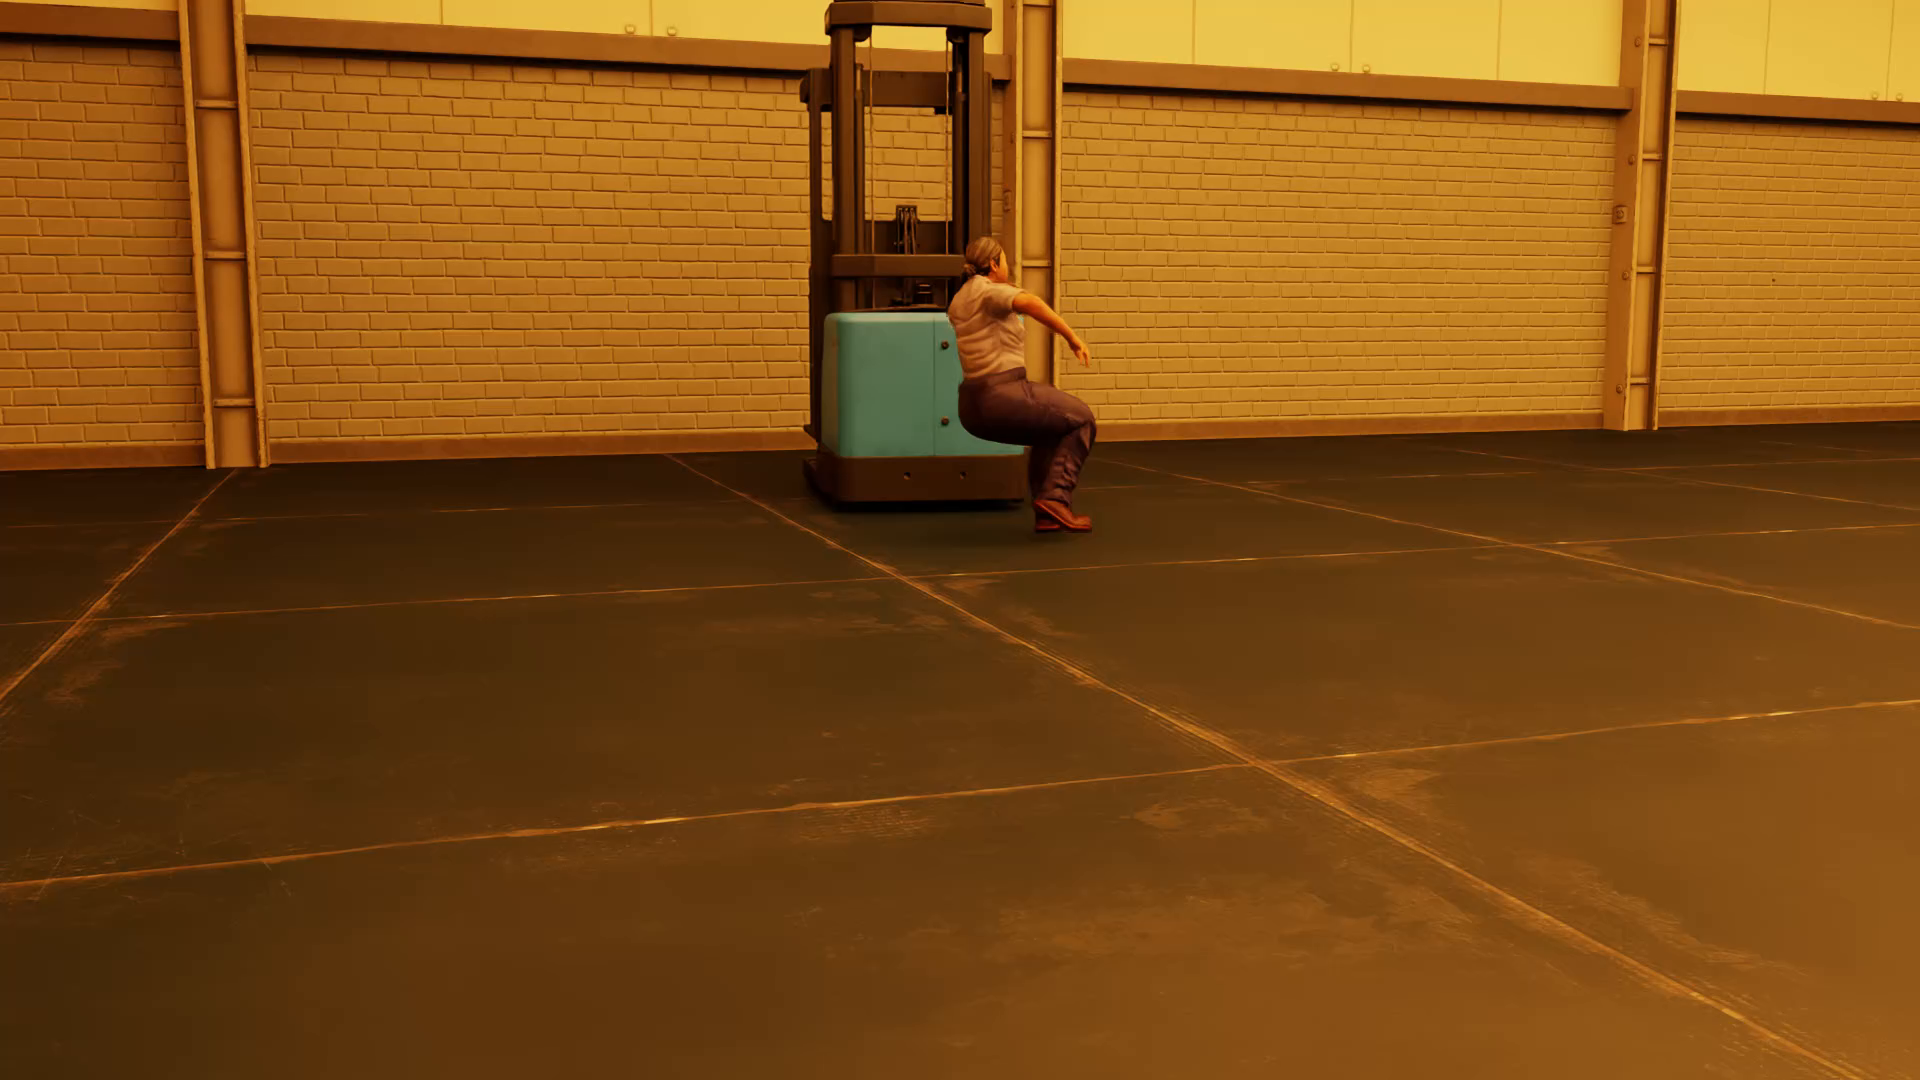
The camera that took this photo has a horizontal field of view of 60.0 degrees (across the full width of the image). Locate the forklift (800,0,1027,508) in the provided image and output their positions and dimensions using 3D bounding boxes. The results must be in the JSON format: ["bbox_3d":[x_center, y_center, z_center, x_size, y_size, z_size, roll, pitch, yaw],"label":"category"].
[{"bbox_3d":[-0.397,-1.794,10.240,1.130,2.935,3.031,-1,8,-10],"label":"forklift"}]

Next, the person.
[{"bbox_3d":[0.363,-0.730,7.979,0.787,1.419,0.990,-6,10,-35],"label":"person"}]
